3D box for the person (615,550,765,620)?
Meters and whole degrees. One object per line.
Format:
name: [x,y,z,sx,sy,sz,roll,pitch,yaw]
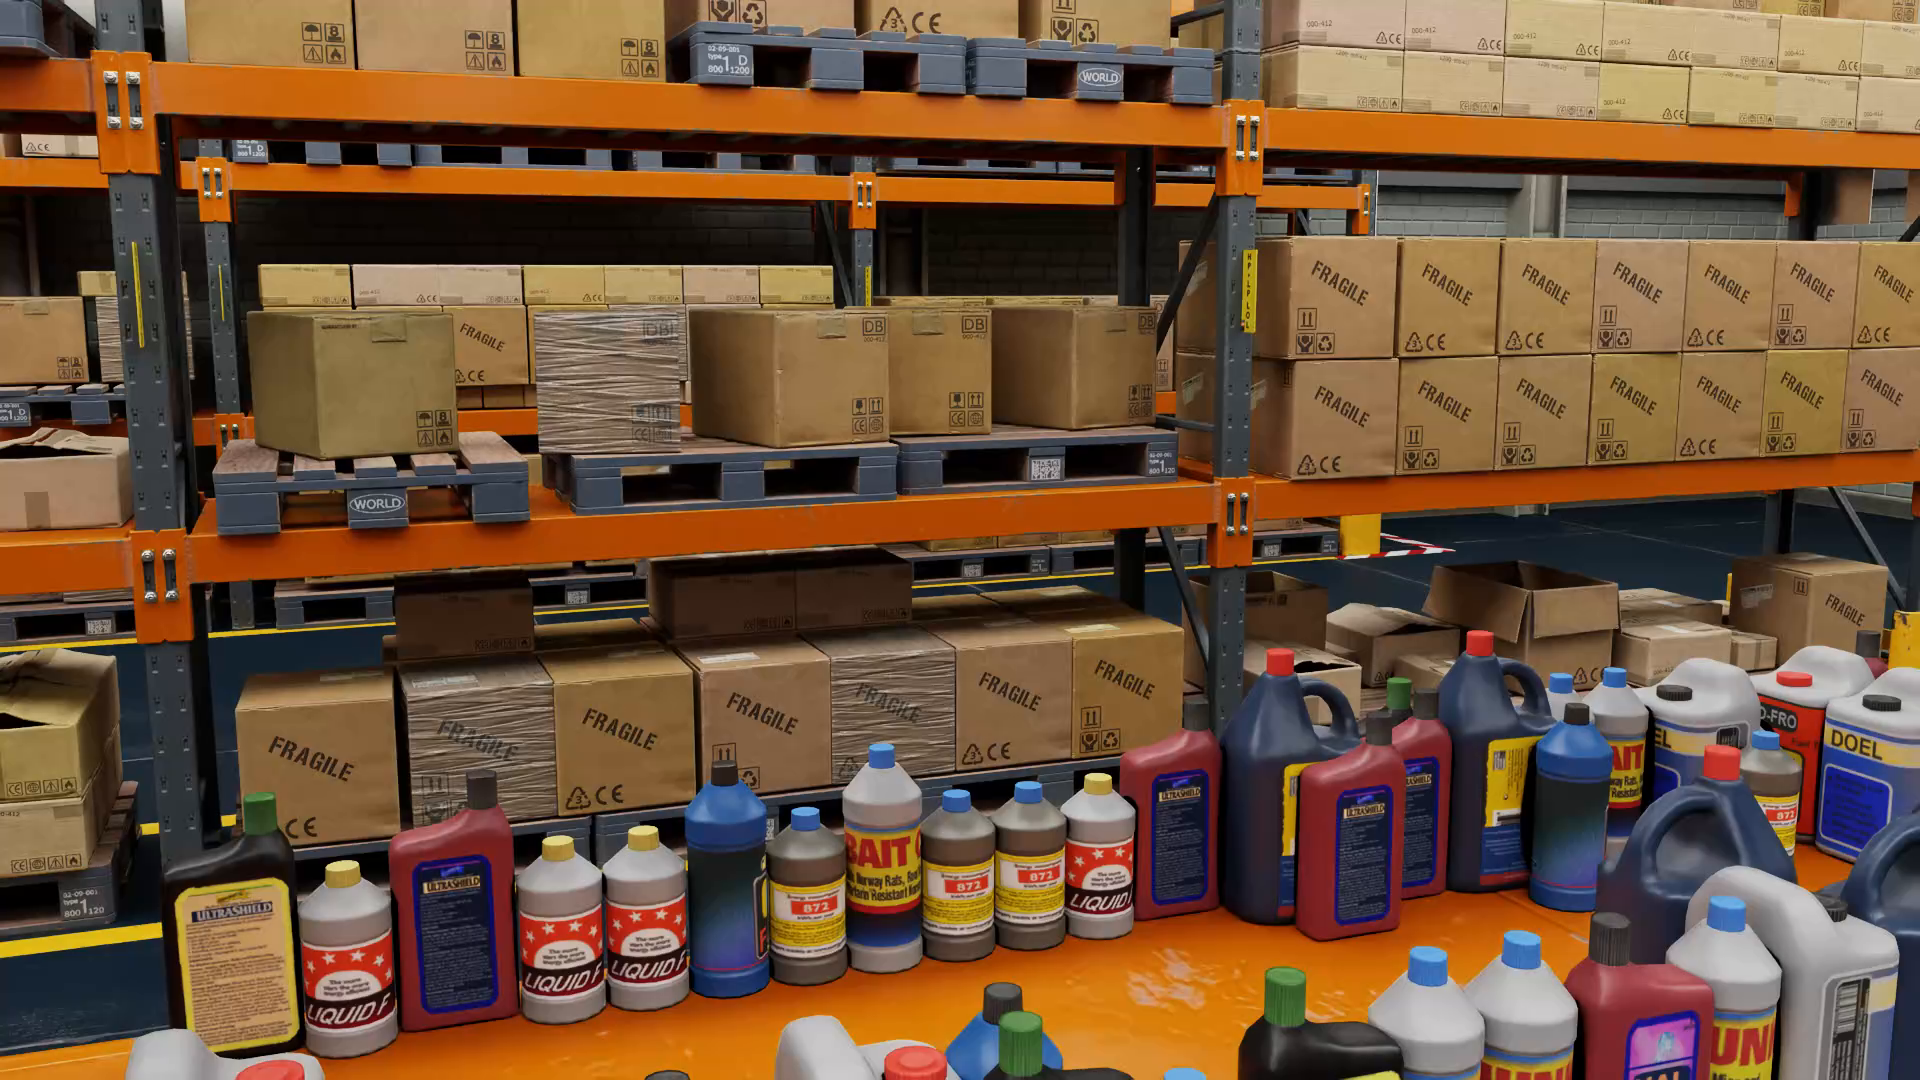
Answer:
person: [-1.303,0.432,8.577,0.940,0.775,0.508,-4,10,-22]
